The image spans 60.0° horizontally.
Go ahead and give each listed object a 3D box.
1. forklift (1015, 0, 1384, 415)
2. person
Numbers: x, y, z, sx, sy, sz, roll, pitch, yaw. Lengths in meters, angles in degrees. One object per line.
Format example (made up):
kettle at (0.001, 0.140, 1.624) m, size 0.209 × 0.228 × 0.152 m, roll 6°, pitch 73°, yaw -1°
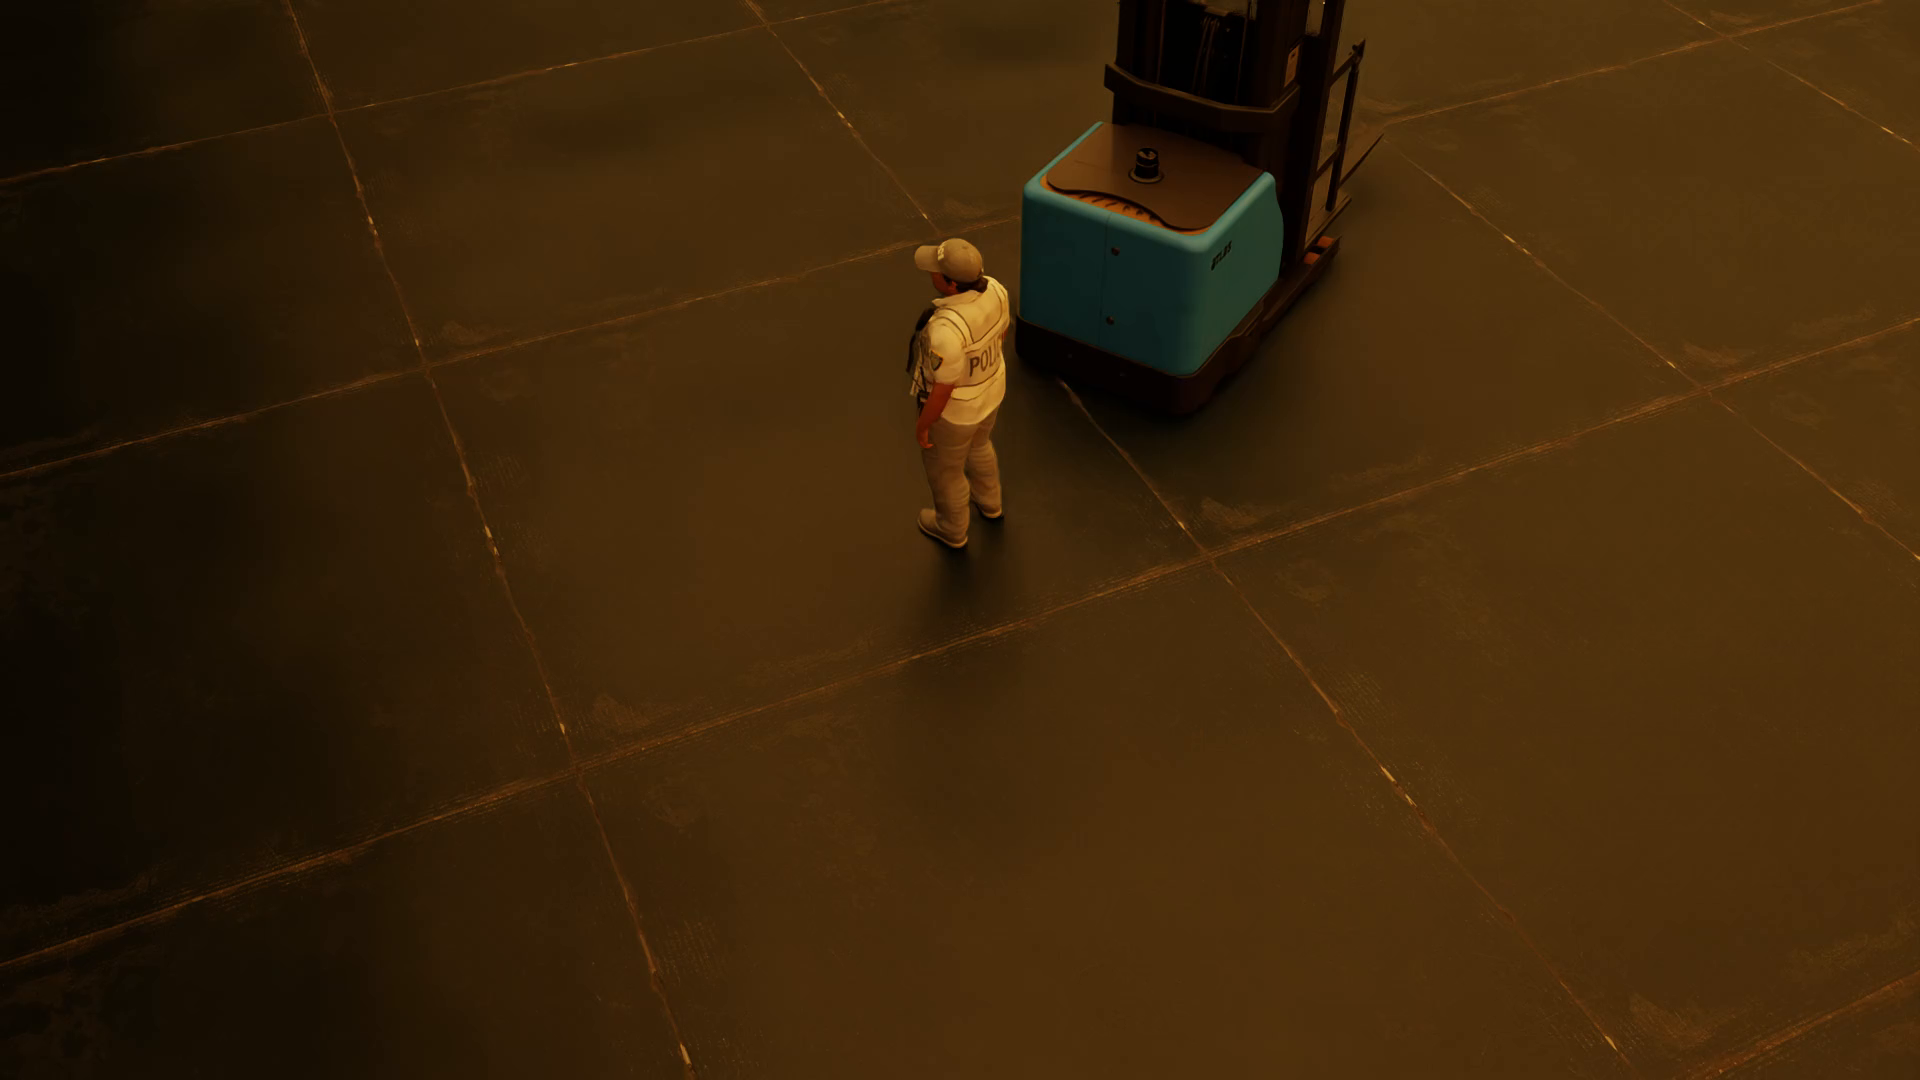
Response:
forklift at (1.508, -2.685, 8.557) m, size 1.130 × 2.935 × 3.031 m, roll 24°, pitch 48°, yaw 23°
person at (-0.001, -0.658, 7.314) m, size 0.417 × 1.670 × 0.682 m, roll 23°, pitch 48°, yaw 23°
